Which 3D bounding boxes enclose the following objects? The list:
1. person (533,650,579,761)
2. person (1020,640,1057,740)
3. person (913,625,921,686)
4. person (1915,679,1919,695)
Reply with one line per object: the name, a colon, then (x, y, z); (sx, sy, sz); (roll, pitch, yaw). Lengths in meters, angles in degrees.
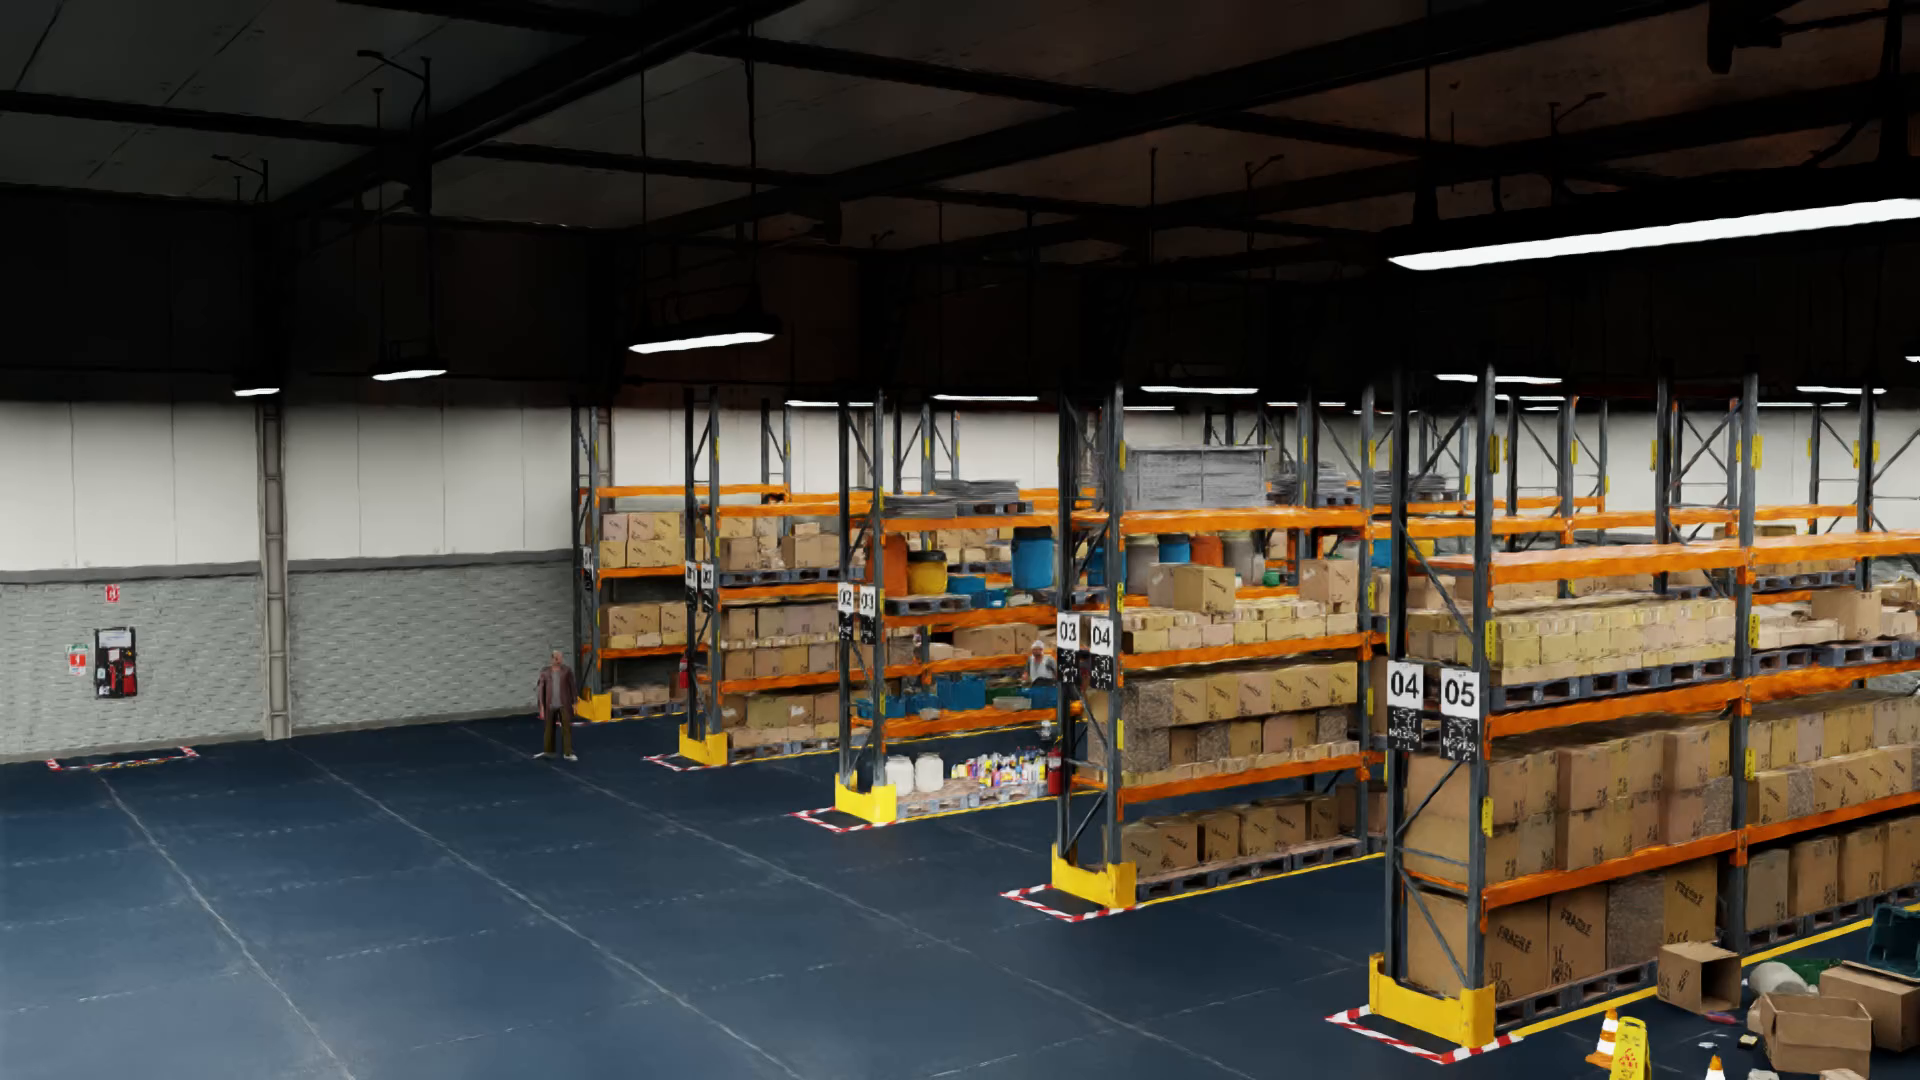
person: (-6.516, 2.655, 26.764); (0.735, 1.779, 0.454); (0, 3, -8)
person: (1.424, 2.567, 28.722); (0.668, 1.719, 0.835); (3, 4, 39)
person: (-0.814, 2.412, 32.523); (0.407, 1.594, 0.452); (2, 4, 27)
person: (15.300, 2.743, 26.271); (0.610, 1.657, 0.557); (-1, 4, -12)
